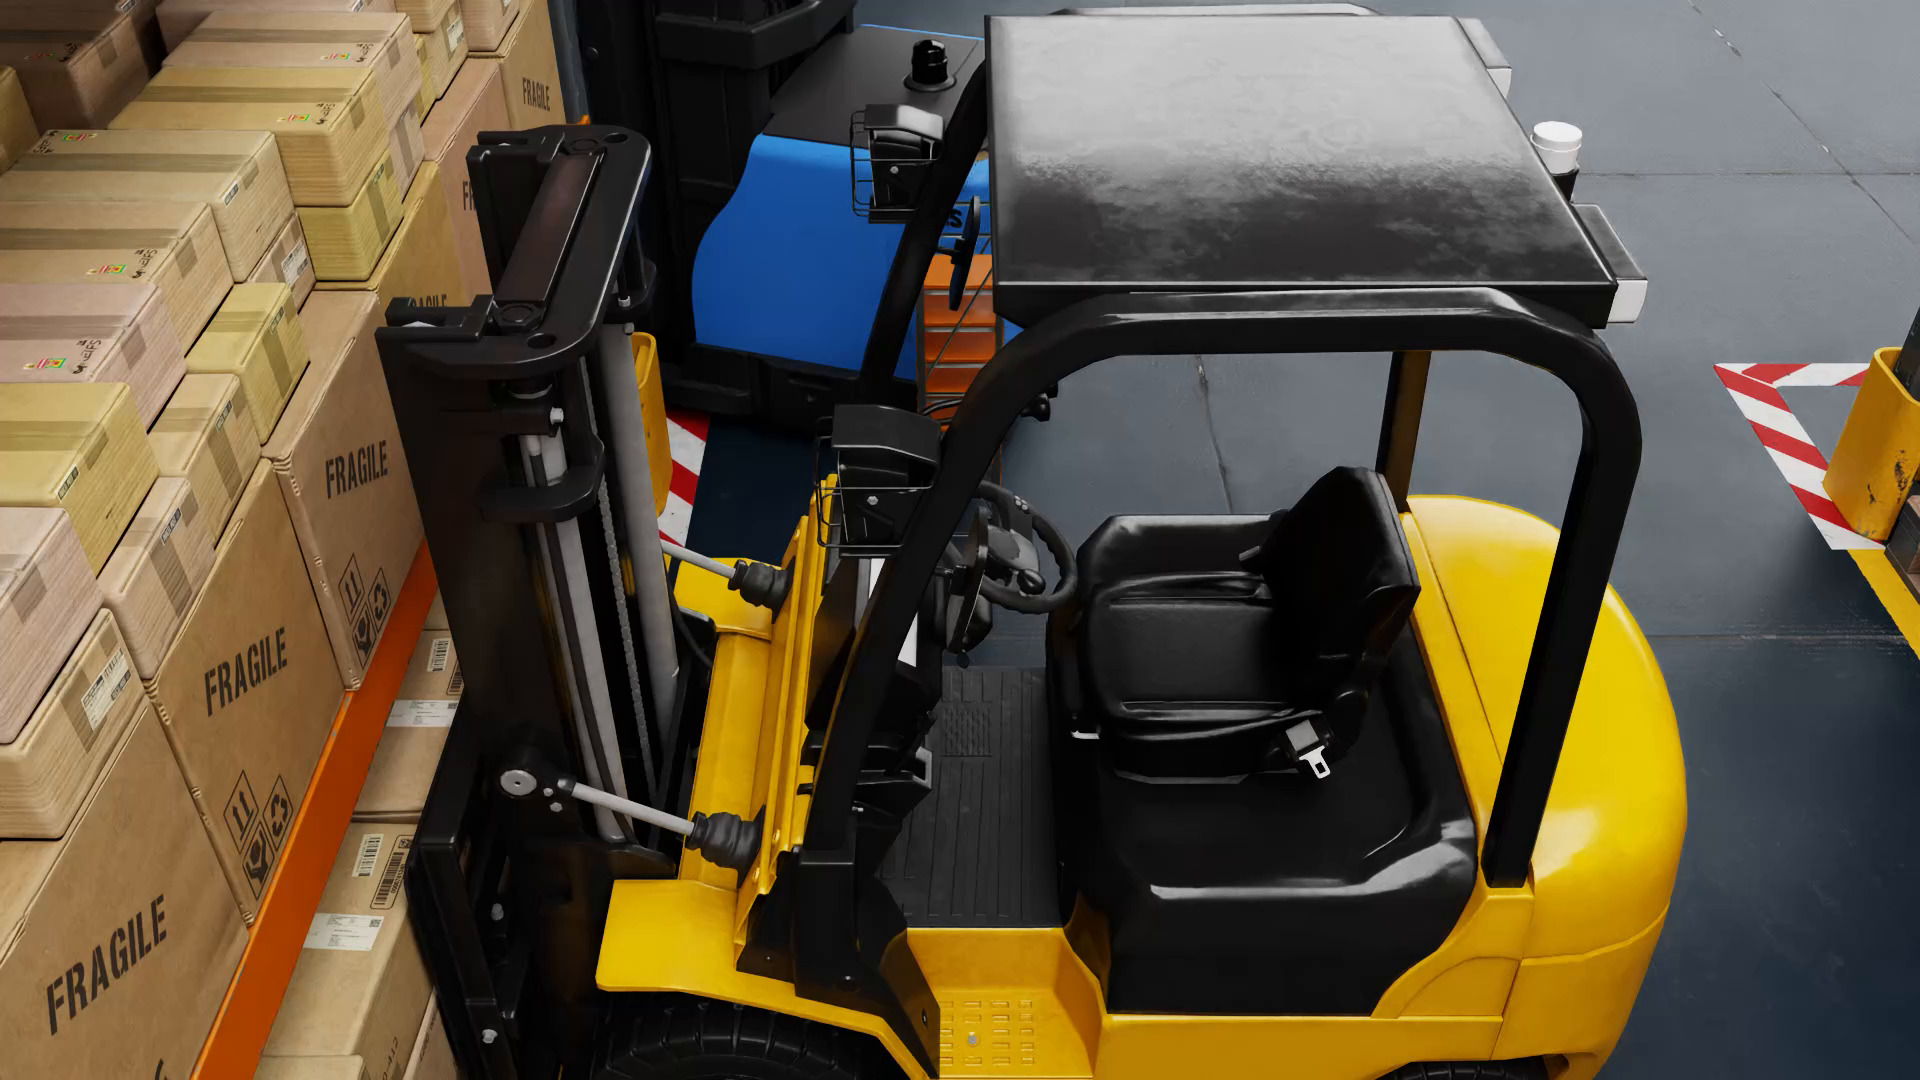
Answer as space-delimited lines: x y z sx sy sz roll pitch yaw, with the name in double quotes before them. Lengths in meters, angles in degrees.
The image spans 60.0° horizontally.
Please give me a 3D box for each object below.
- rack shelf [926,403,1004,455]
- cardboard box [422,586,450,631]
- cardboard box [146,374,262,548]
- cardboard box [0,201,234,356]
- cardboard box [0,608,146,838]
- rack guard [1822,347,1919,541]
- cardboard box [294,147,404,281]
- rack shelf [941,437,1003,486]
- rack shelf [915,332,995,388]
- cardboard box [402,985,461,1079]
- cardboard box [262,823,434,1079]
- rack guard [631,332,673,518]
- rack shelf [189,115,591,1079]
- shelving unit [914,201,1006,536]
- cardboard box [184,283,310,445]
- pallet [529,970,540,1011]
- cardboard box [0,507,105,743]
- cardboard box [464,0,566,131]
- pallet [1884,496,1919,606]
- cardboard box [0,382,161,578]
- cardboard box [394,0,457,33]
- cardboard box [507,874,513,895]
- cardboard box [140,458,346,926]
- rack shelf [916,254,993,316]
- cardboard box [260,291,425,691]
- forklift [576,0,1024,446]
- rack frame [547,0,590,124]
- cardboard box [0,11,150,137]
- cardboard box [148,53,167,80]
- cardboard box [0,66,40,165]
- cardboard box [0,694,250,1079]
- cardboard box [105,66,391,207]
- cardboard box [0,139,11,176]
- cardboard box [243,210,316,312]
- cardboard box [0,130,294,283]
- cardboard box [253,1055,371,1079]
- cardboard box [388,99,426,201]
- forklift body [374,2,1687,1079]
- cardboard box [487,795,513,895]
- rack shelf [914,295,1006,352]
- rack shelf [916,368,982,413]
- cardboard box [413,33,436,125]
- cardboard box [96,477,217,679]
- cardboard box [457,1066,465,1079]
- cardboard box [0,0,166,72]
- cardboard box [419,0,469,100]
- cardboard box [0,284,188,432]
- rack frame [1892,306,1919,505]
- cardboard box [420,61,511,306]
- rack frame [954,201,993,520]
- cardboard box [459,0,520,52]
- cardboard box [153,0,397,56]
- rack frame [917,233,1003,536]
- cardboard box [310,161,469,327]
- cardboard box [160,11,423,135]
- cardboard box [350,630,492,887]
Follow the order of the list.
"rack shelf" 0.000 -0.349 4.989 0.258 0.103 0.180 0 39 0
"cardboard box" -1.211 0.124 3.760 0.500 0.250 0.500 0 39 1
"cardboard box" -1.246 -0.108 2.388 0.380 0.149 0.250 -1 39 -1
"cardboard box" -1.339 -0.385 2.496 0.380 0.149 0.250 0 39 0
"cardboard box" -1.230 0.213 1.987 0.380 0.149 0.250 1 39 1
"rack guard" 3.423 -0.301 5.225 1.175 0.500 0.348 0 39 0
"cardboard box" -1.234 -0.591 2.990 0.380 0.149 0.250 0 39 0
"rack shelf" 0.000 -0.255 5.064 0.258 0.103 0.180 0 39 0
"rack shelf" 0.000 -0.536 4.839 0.258 0.103 0.180 0 39 0
"cardboard box" -1.220 0.966 3.109 0.500 0.250 0.500 0 39 0
"cardboard box" -1.225 0.769 2.955 0.500 0.250 0.500 1 39 1
"rack guard" -1.541 -0.357 5.296 1.175 0.500 0.348 0 39 0
"rack shelf" -1.538 0.214 3.160 1.077 0.370 4.000 0 39 0
"shelving unit" 0.000 -0.477 4.886 0.258 1.200 0.189 0 39 0
"cardboard box" -1.255 -0.275 2.596 0.380 0.149 0.250 -1 39 -1
"pallet" -1.499 1.010 3.821 1.003 0.211 1.213 0 39 0
"cardboard box" -1.237 0.092 1.900 0.380 0.149 0.250 1 39 1
"cardboard box" -1.278 -1.049 4.081 0.500 0.500 0.500 -1 39 -1
"pallet" 3.389 0.320 4.682 1.003 0.211 1.213 0 39 0
"cardboard box" -1.265 -0.070 2.103 0.380 0.149 0.250 -1 39 -1
"cardboard box" -1.271 -1.184 3.493 0.380 0.149 0.250 1 39 1
"cardboard box" -1.219 0.834 3.674 0.500 0.250 0.500 1 39 1
"cardboard box" -1.294 0.225 2.491 0.500 0.500 0.500 0 39 0
"rack shelf" 0.000 -0.724 4.689 0.258 0.103 0.180 0 39 0
"cardboard box" -1.274 -0.090 2.884 0.500 0.500 0.500 0 39 0
"forklift" -1.161 -1.953 5.343 3.031 2.935 1.130 11 40 14
"rack frame" -1.541 -1.318 4.496 1.000 3.000 0.127 0 39 0
"cardboard box" -1.762 -0.867 3.097 0.380 0.149 0.250 1 39 1
"cardboard box" -1.802 -0.917 3.397 0.380 0.149 0.250 -1 39 -2
"cardboard box" -1.860 -0.703 2.892 0.380 0.149 0.250 -1 39 -1
"cardboard box" -1.293 0.541 2.096 0.500 0.500 0.500 1 39 1
"cardboard box" -1.228 -0.704 2.893 0.380 0.149 0.250 1 39 1
"cardboard box" -1.781 -0.548 2.699 0.380 0.149 0.250 0 39 0
"cardboard box" -1.324 -0.435 2.795 0.380 0.149 0.250 0 39 0
"cardboard box" -1.322 -0.543 2.692 0.380 0.149 0.250 0 39 1
"cardboard box" -1.213 1.080 2.567 0.500 0.250 0.500 0 39 0
"cardboard box" -1.255 -0.749 3.187 0.380 0.149 0.250 -1 39 -2
"forklift body" 0.286 0.198 3.283 2.313 2.155 1.214 0 39 0
"cardboard box" -1.219 0.650 3.504 0.500 0.250 0.500 0 39 0
"rack shelf" 0.000 -0.630 4.764 0.258 0.103 0.180 0 39 0
"rack shelf" 0.000 -0.443 4.914 0.258 0.103 0.180 0 39 0
"cardboard box" -1.302 -0.916 3.396 0.380 0.149 0.250 0 39 0
"cardboard box" -1.228 0.049 2.192 0.380 0.149 0.250 0 39 -1
"cardboard box" -1.238 1.151 3.278 0.500 0.250 0.500 1 39 1
"cardboard box" -1.788 -1.032 3.303 0.380 0.149 0.250 0 39 0
"cardboard box" -1.291 -1.071 3.589 0.380 0.149 0.250 1 39 1
"cardboard box" -1.321 -0.230 2.301 0.380 0.149 0.250 0 39 0
"rack frame" 3.423 -1.324 4.503 1.000 3.000 0.127 0 39 0
"cardboard box" -1.286 -0.725 3.676 0.500 0.500 0.500 1 39 1
"rack frame" 0.000 -0.534 4.957 0.240 1.200 0.006 0 39 0
"cardboard box" -1.230 -1.233 3.792 0.380 0.149 0.250 1 39 1
"cardboard box" -1.345 -1.028 3.298 0.380 0.149 0.250 0 39 0
"rack frame" 0.000 -0.420 4.815 0.240 1.200 0.006 0 39 0
"cardboard box" -1.285 -0.404 3.276 0.500 0.500 0.500 -1 39 -1
"cardboard box" -1.234 -0.866 3.095 0.380 0.149 0.250 1 39 1
"cardboard box" -1.218 0.441 3.365 0.500 0.250 0.500 -1 39 -1
